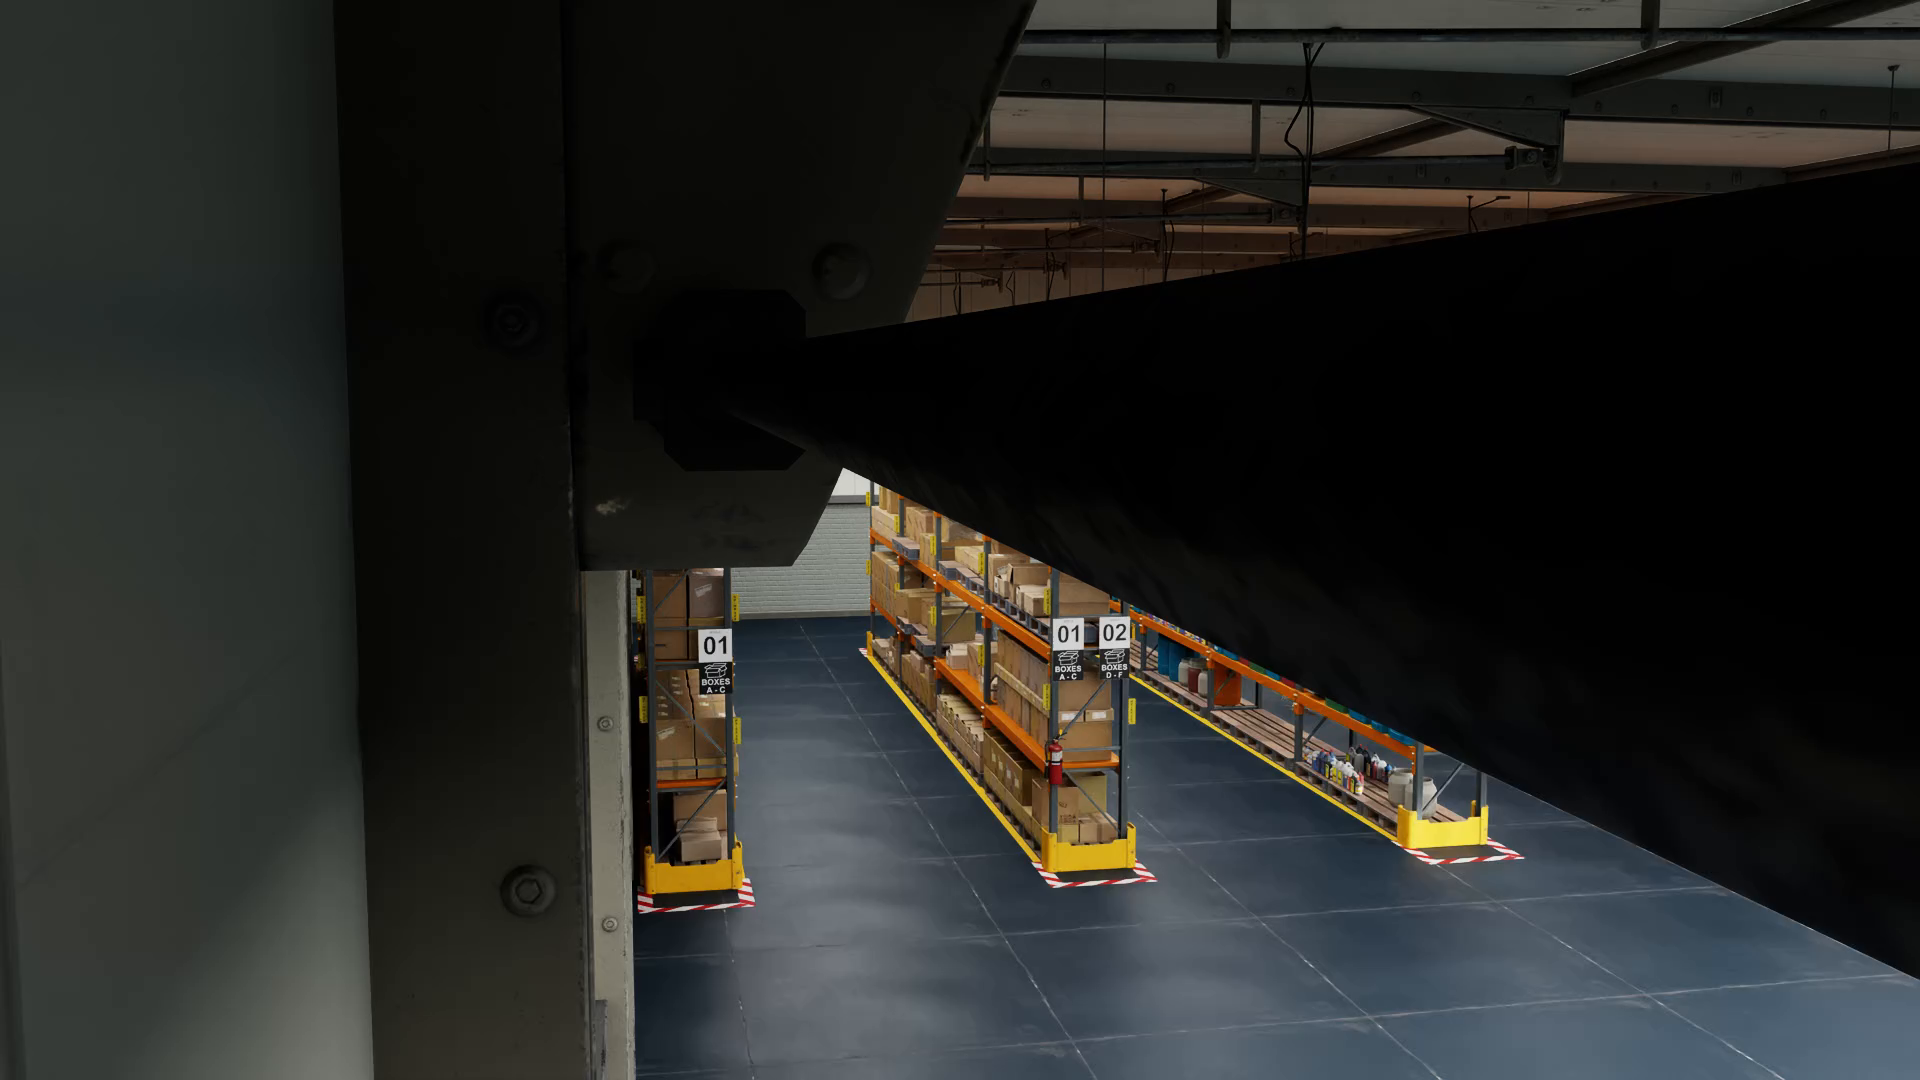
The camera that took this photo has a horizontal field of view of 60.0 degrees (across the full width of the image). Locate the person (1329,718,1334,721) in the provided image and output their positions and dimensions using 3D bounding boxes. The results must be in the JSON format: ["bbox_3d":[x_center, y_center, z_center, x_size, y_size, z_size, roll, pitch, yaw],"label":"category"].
[{"bbox_3d":[6.683,2.523,29.766,0.555,1.427,0.835,-1,6,-7],"label":"person"}]

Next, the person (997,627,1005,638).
[{"bbox_3d":[1.138,1.520,38.598,0.541,1.553,0.642,2,6,17],"label":"person"}]
